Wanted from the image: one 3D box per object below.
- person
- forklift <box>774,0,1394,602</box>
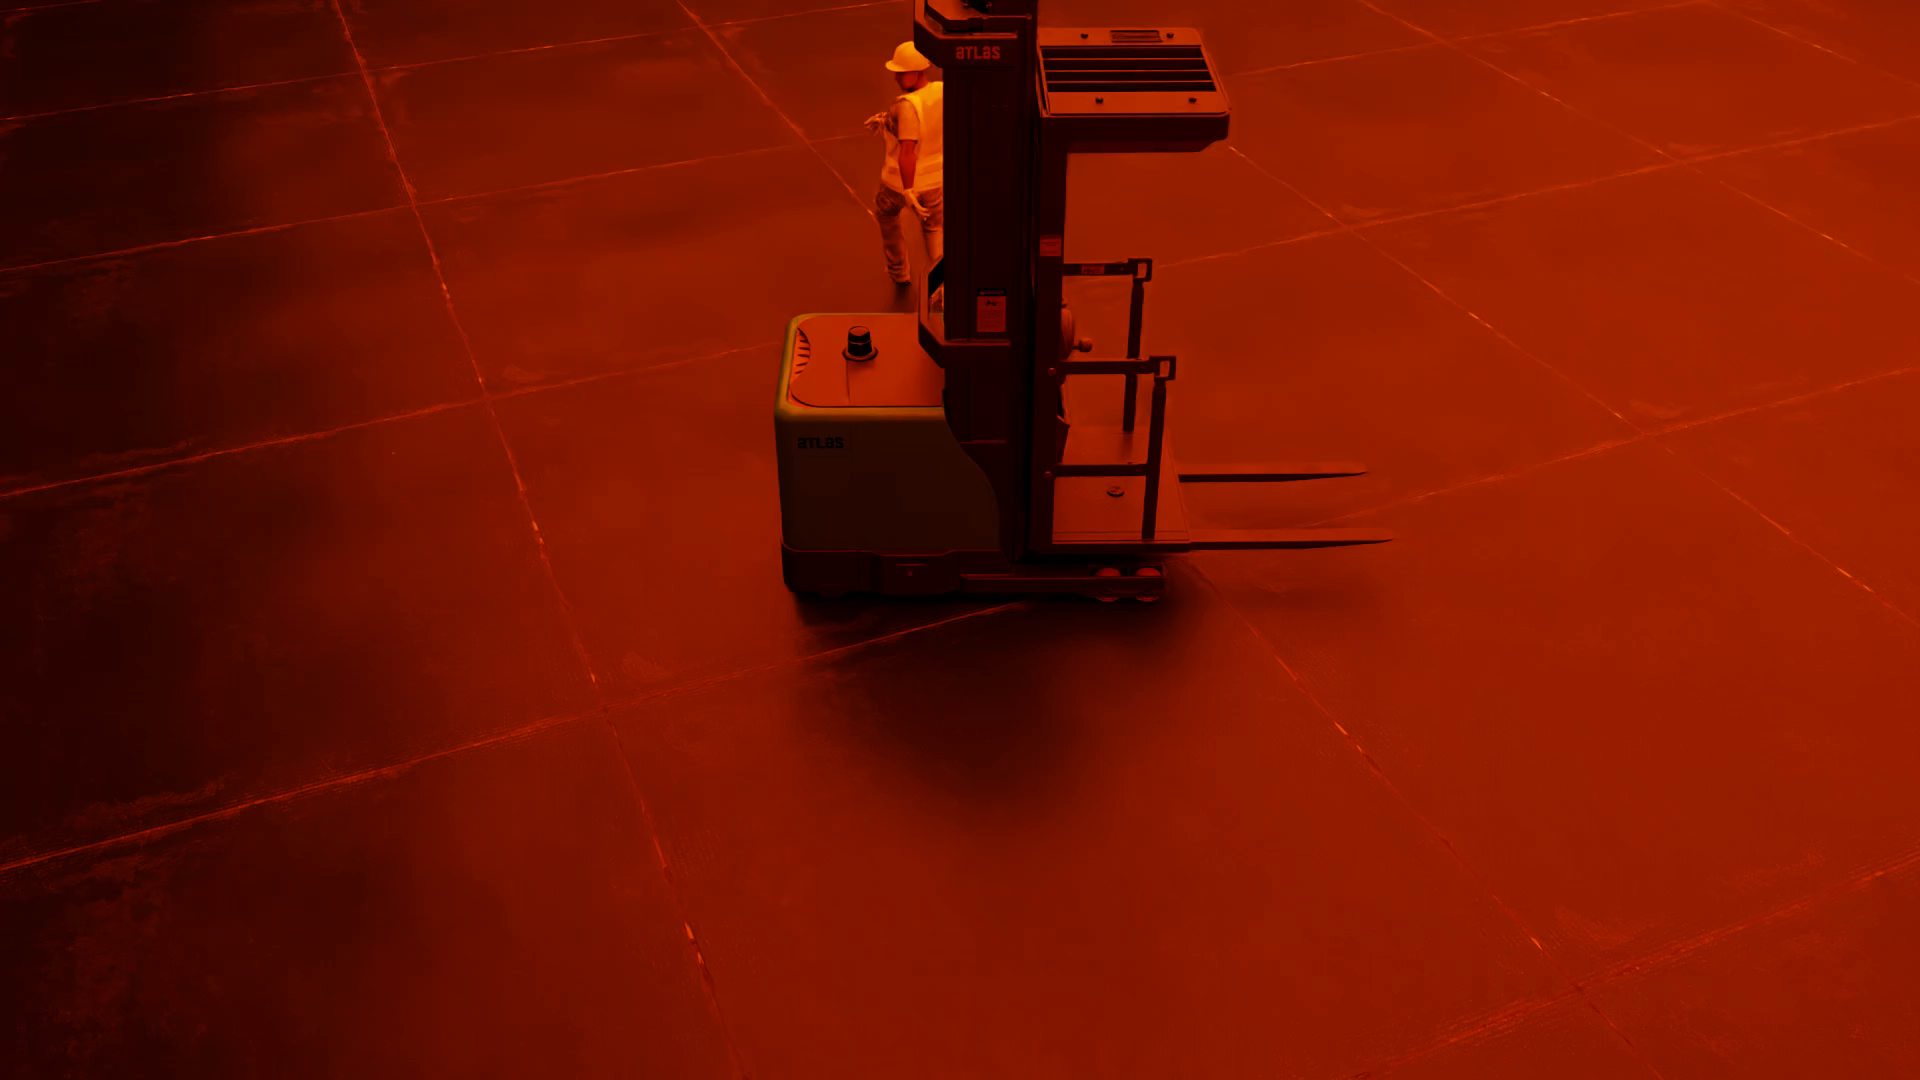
[{"bbox_3d":[-0.283,-2.289,10.415,0.583,1.695,0.939,-20,40,-26],"label":"person"},{"bbox_3d":[0.635,-1.199,7.785,3.031,2.935,1.130,0,35,-1],"label":"forklift"}]
